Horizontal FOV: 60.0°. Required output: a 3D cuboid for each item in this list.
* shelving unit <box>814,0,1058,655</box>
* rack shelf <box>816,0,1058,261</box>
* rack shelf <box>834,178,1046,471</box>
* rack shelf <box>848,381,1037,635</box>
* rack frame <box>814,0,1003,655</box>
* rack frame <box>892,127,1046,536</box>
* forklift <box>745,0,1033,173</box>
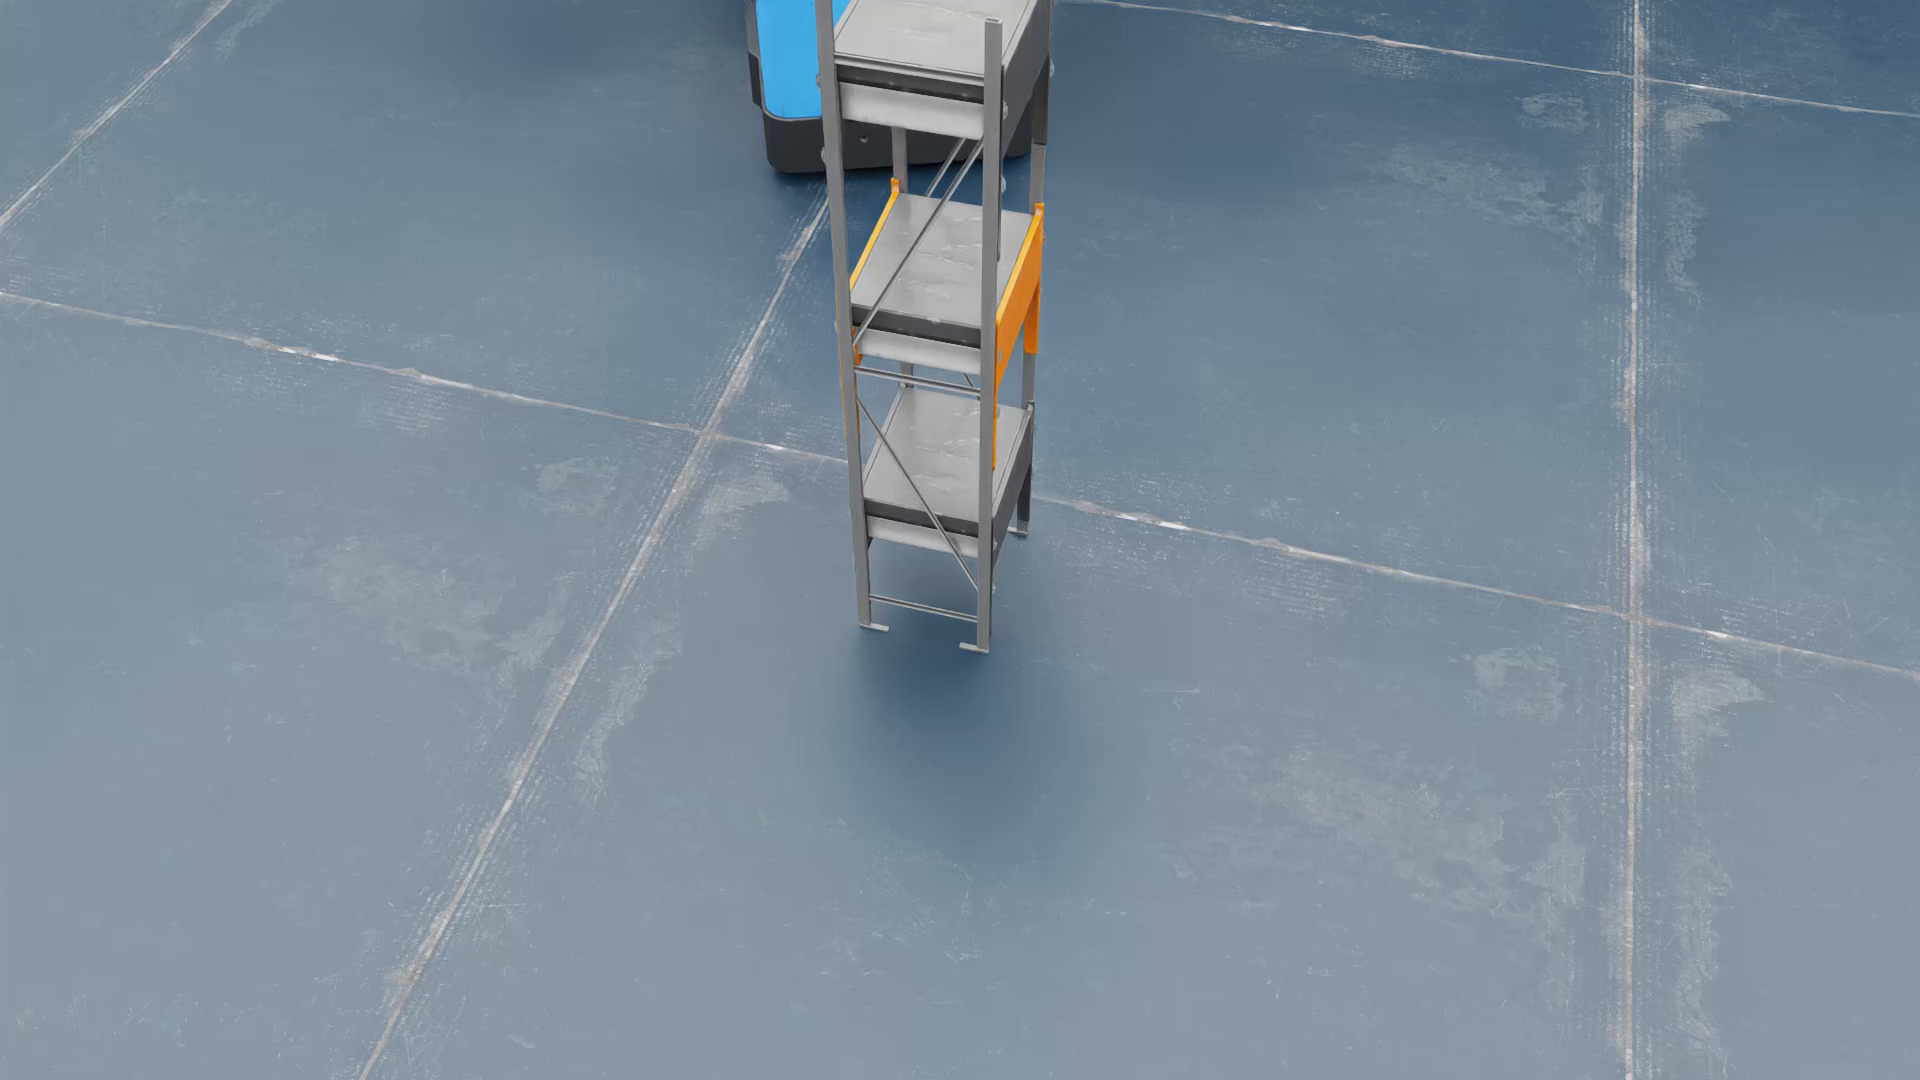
[{"bbox_3d":[-0.044,-0.575,4.357,0.431,2.100,0.503,12,50,10],"label":"shelving unit"},{"bbox_3d":[-0.044,-1.029,3.842,0.431,0.518,0.480,12,50,10],"label":"rack shelf"},{"bbox_3d":[-0.044,-0.566,4.367,0.431,0.518,0.480,12,50,10],"label":"rack shelf"},{"bbox_3d":[-0.044,-0.103,4.892,0.431,0.518,0.480,12,50,10],"label":"rack shelf"},{"bbox_3d":[-0.108,-0.399,4.201,0.400,2.100,0.015,12,50,10],"label":"rack frame"},{"bbox_3d":[0.021,-0.752,4.513,0.400,2.100,0.015,12,50,10],"label":"rack frame"},{"bbox_3d":[-0.402,-3.499,6.383,1.130,2.935,3.031,-5,49,-5],"label":"forklift"}]
